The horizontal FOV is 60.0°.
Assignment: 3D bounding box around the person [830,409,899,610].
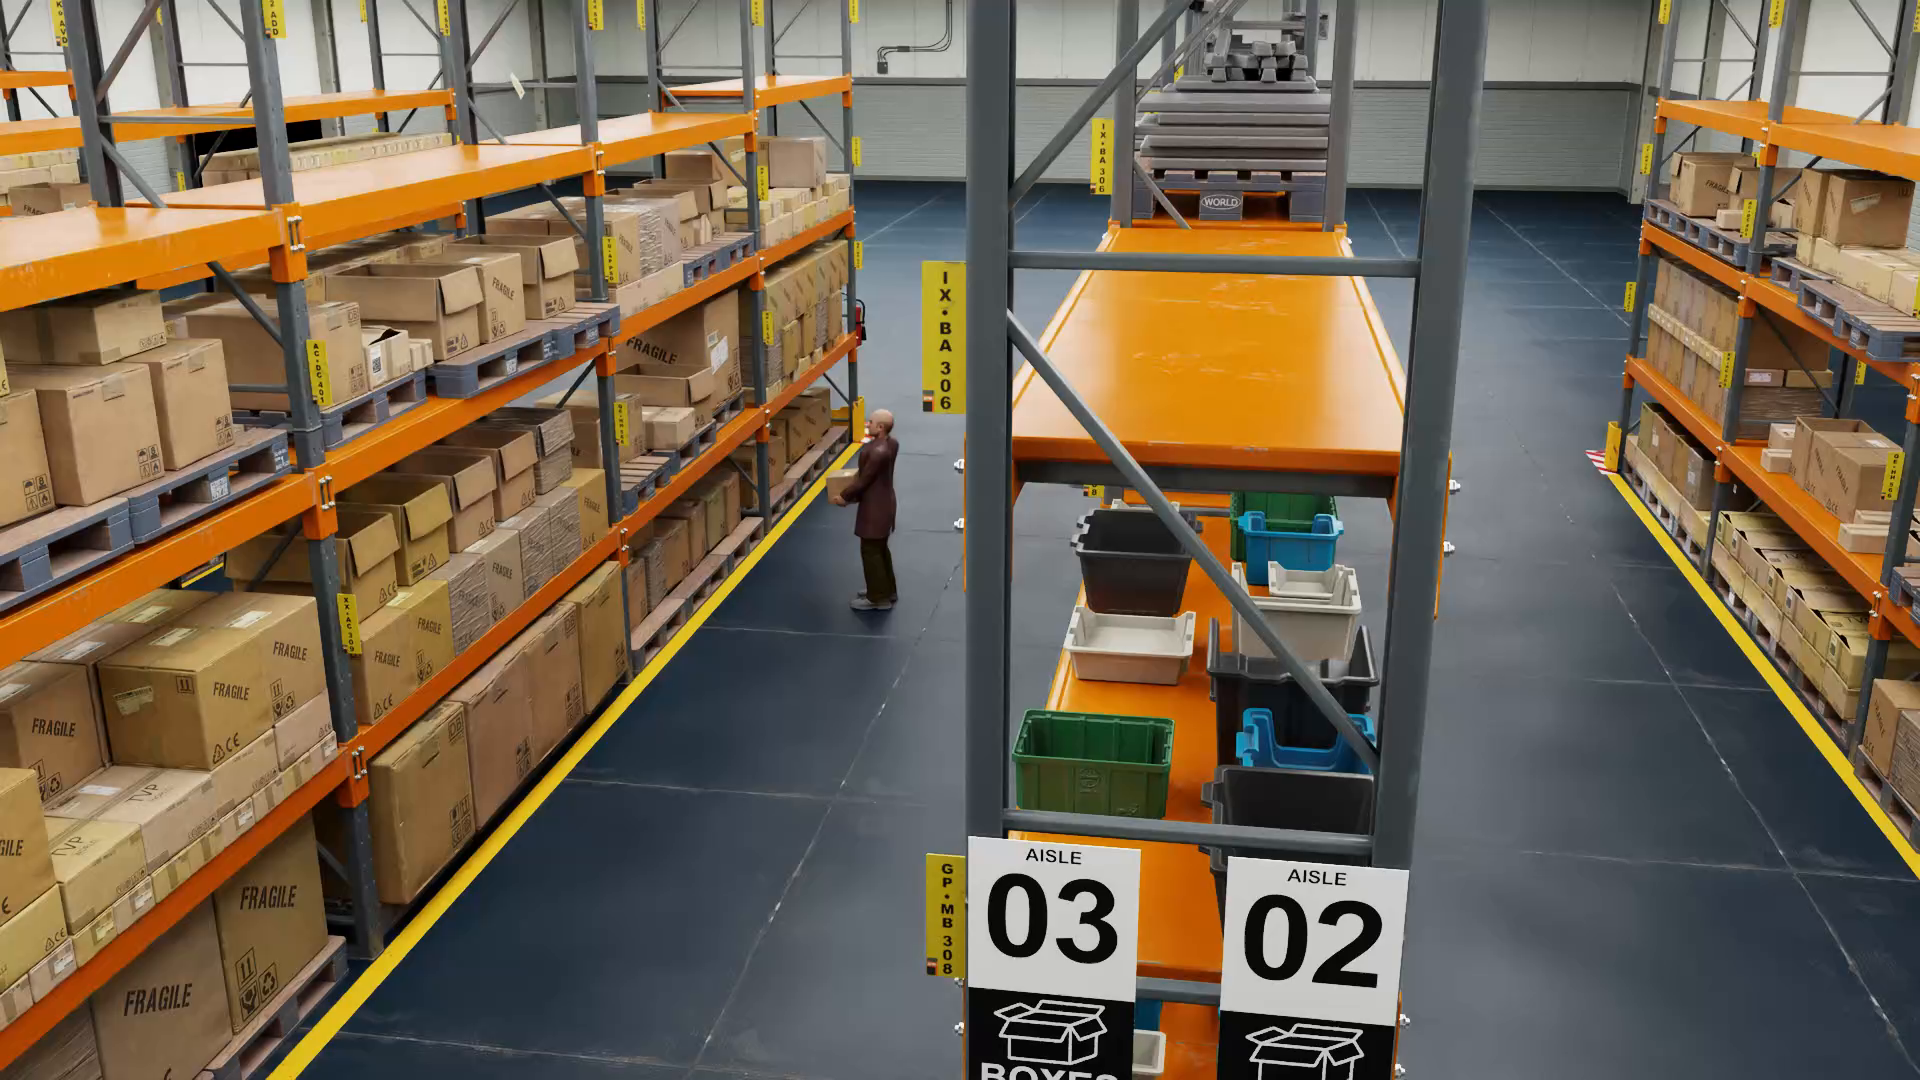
[{"bbox_3d":[-0.829,-0.280,14.482,0.560,1.772,0.529,3,18,10],"label":"person"}]
